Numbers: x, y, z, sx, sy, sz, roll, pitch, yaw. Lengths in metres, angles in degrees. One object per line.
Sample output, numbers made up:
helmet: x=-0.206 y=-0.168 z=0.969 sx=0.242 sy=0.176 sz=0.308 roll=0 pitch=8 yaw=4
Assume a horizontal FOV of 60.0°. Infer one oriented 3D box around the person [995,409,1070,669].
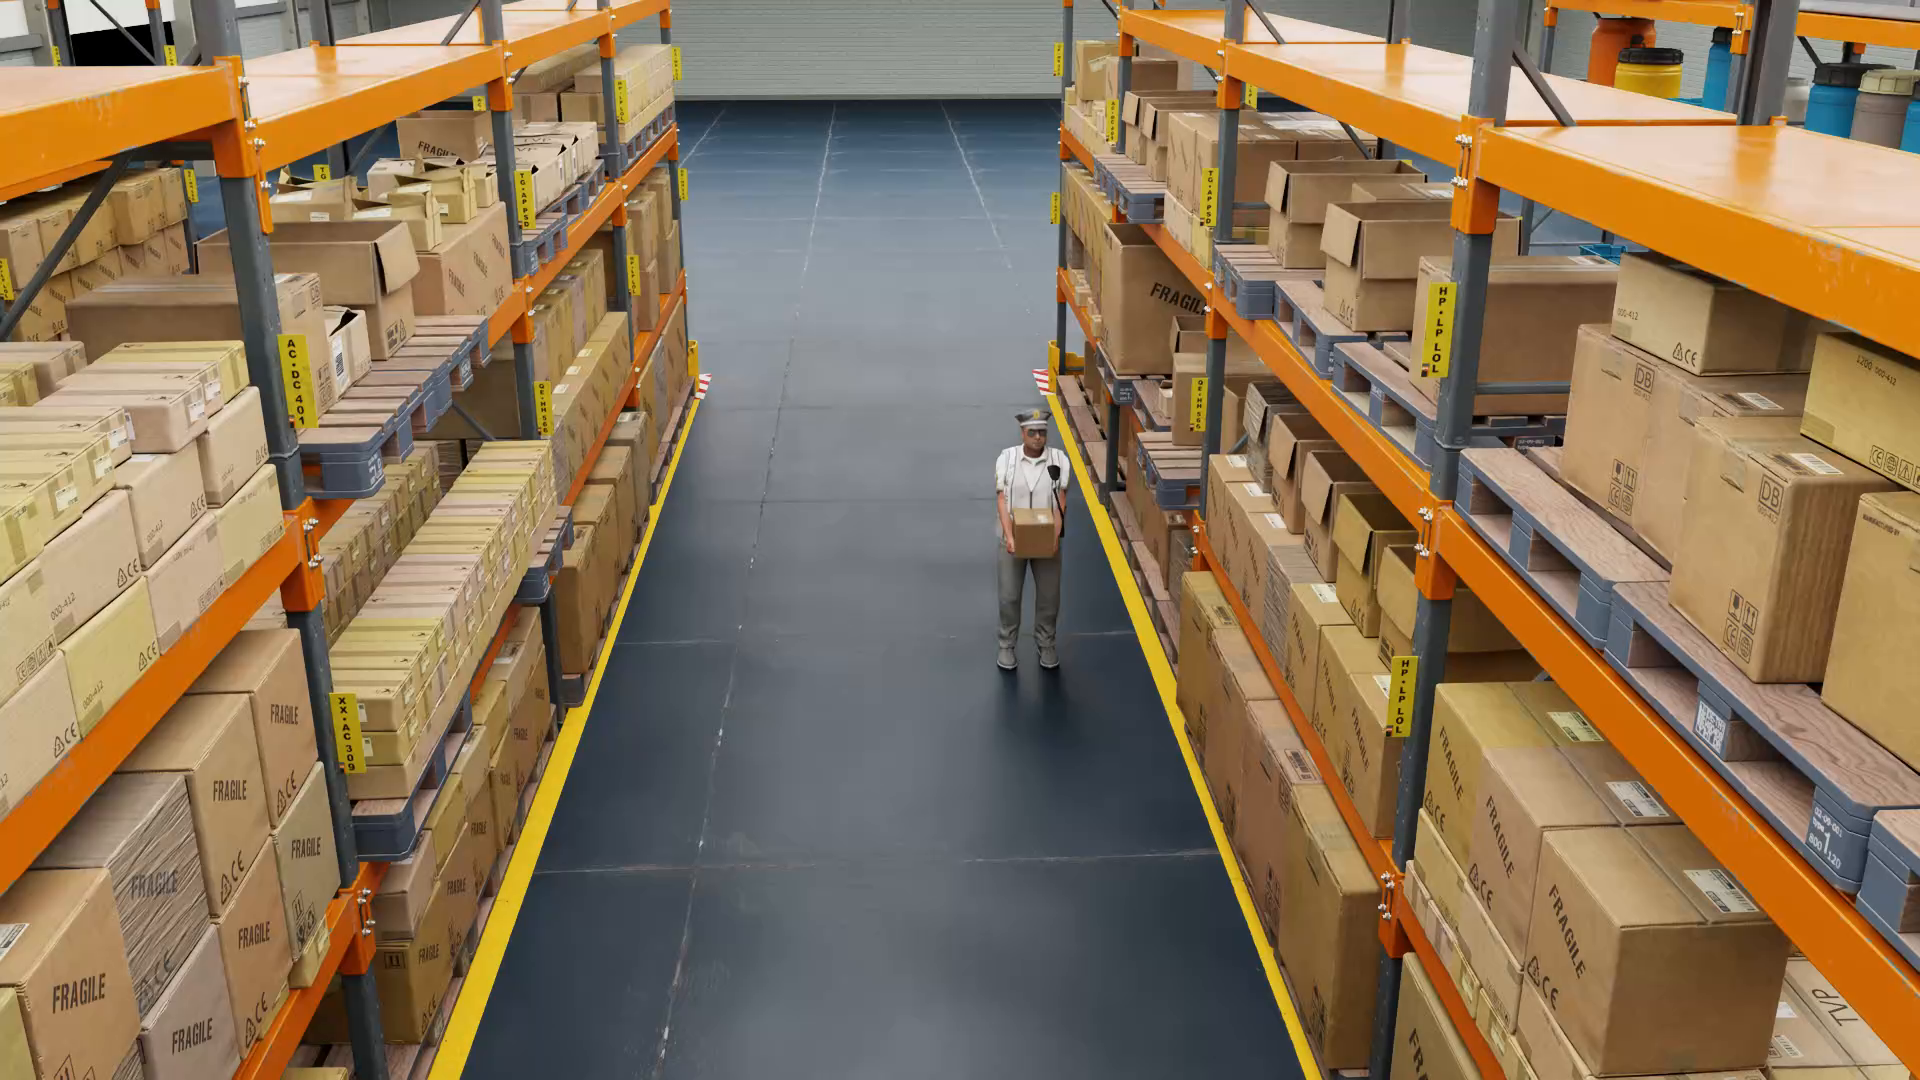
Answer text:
person: x=0.483 y=0.008 z=11.019 sx=0.494 sy=1.767 sz=0.566 roll=-1 pitch=20 yaw=-2
